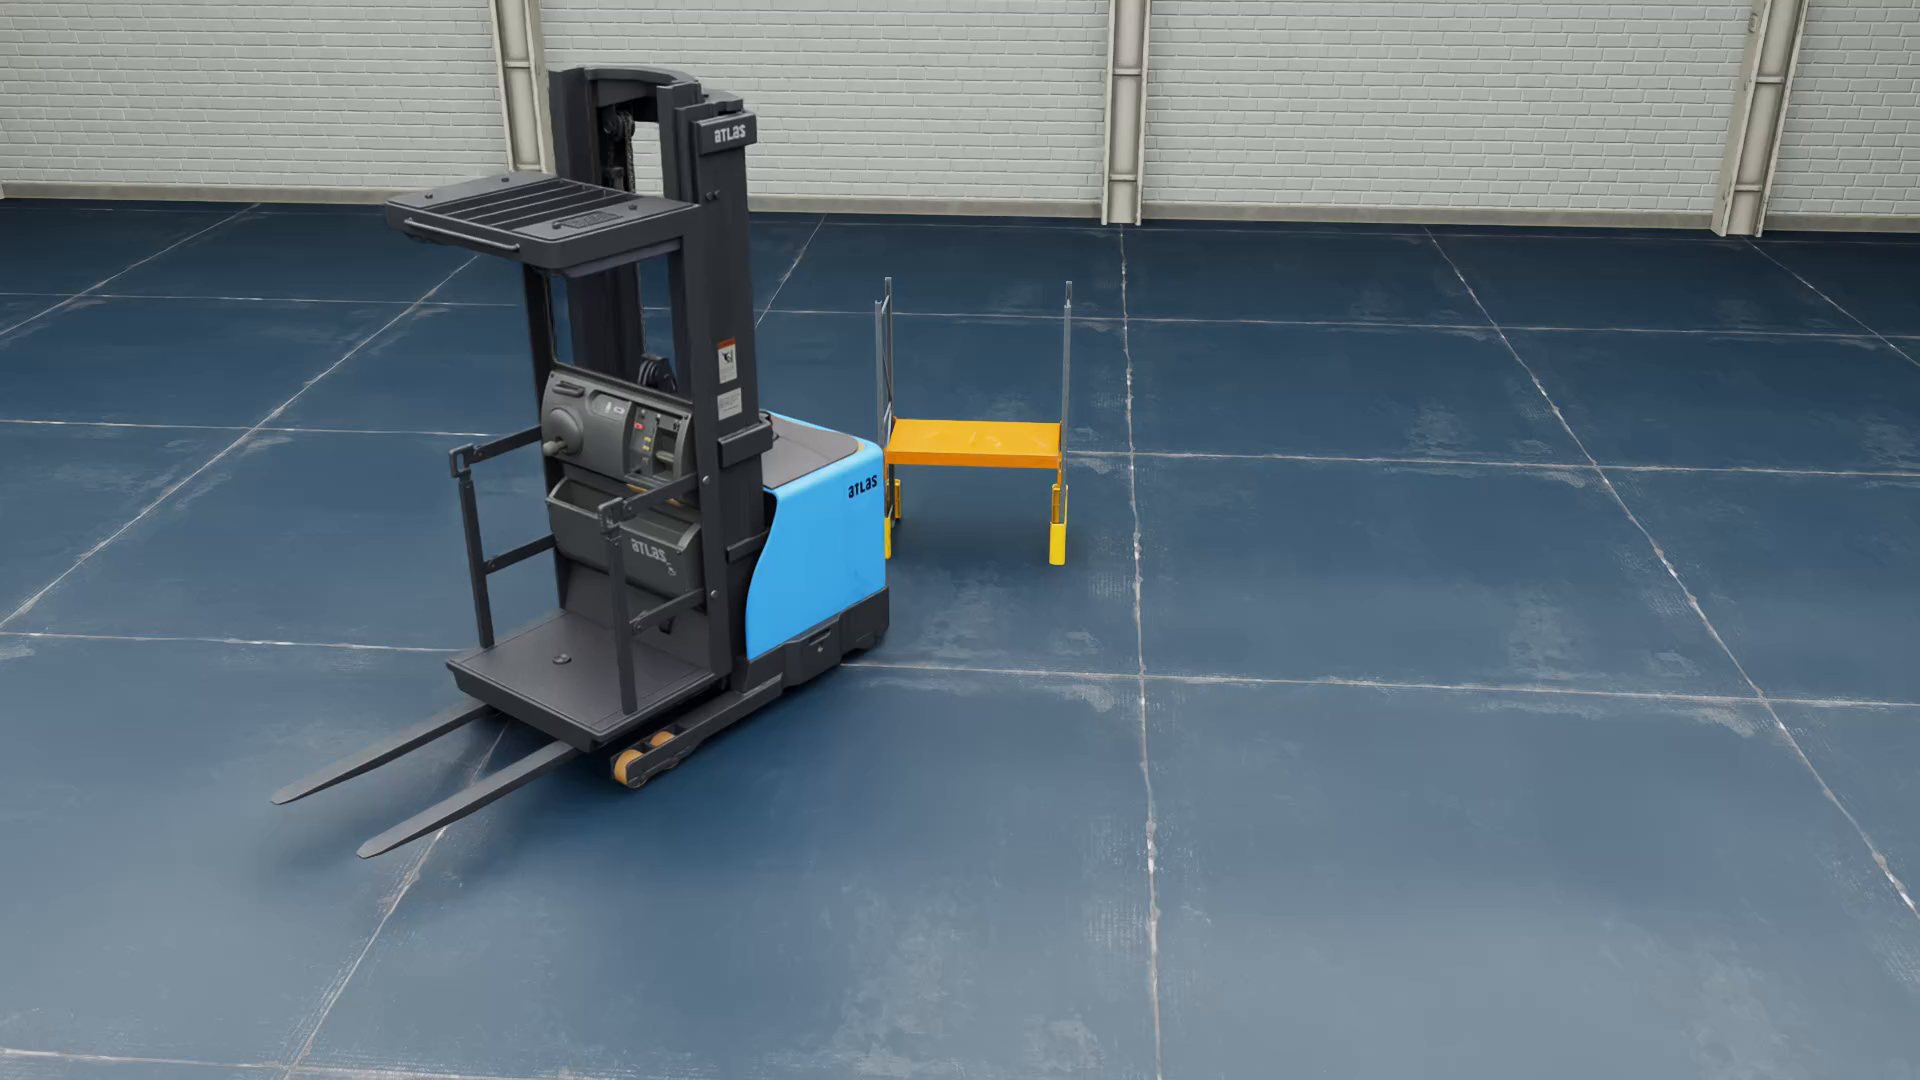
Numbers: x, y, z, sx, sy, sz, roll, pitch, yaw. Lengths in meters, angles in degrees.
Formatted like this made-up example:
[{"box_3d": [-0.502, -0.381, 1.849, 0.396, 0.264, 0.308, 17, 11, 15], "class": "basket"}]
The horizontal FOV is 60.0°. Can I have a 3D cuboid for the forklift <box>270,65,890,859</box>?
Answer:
[{"box_3d": [-1.666, -0.467, 7.259, 1.130, 2.935, 3.031, 18, 30, 34], "class": "forklift"}]

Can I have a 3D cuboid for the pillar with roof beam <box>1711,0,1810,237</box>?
[{"box_3d": [7.271, -5.308, 10.520, 0.400, 9.000, 9.100, 2, 25, 4], "class": "pillar with roof beam"}]

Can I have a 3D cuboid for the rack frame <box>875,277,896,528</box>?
[{"box_3d": [-0.422, -0.695, 9.466, 0.032, 1.500, 0.500, 2, 25, 4], "class": "rack frame"}]

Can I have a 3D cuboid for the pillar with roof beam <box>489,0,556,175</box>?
[{"box_3d": [-4.694, -5.692, 11.354, 0.400, 9.000, 9.100, 2, 25, 4], "class": "pillar with roof beam"}]

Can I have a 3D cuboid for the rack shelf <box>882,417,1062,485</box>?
[{"box_3d": [0.085, -0.515, 9.506, 1.000, 0.185, 0.538, 2, 25, 4], "class": "rack shelf"}]

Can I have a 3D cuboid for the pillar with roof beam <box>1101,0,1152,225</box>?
[{"box_3d": [1.289, -5.500, 10.937, 0.400, 9.000, 9.100, 2, 25, 4], "class": "pillar with roof beam"}]

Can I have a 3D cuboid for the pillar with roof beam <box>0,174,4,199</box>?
[{"box_3d": [-10.676, -5.884, 11.772, 0.400, 9.000, 9.100, 2, 25, 4], "class": "pillar with roof beam"}]

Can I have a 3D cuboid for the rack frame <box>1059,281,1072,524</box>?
[{"box_3d": [0.592, -0.662, 9.395, 0.032, 1.500, 0.500, 2, 25, 4], "class": "rack frame"}]

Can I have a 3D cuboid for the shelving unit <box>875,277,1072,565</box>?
[{"box_3d": [0.076, -0.679, 9.431, 1.083, 1.500, 0.587, 2, 25, 4], "class": "shelving unit"}]

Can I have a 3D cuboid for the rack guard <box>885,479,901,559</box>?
[{"box_3d": [-0.421, -0.127, 9.727, 0.087, 0.250, 0.587, 2, 25, 4], "class": "rack guard"}]

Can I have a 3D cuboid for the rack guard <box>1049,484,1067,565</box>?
[{"box_3d": [0.573, -0.095, 9.658, 0.087, 0.250, 0.587, 2, 25, 4], "class": "rack guard"}]
